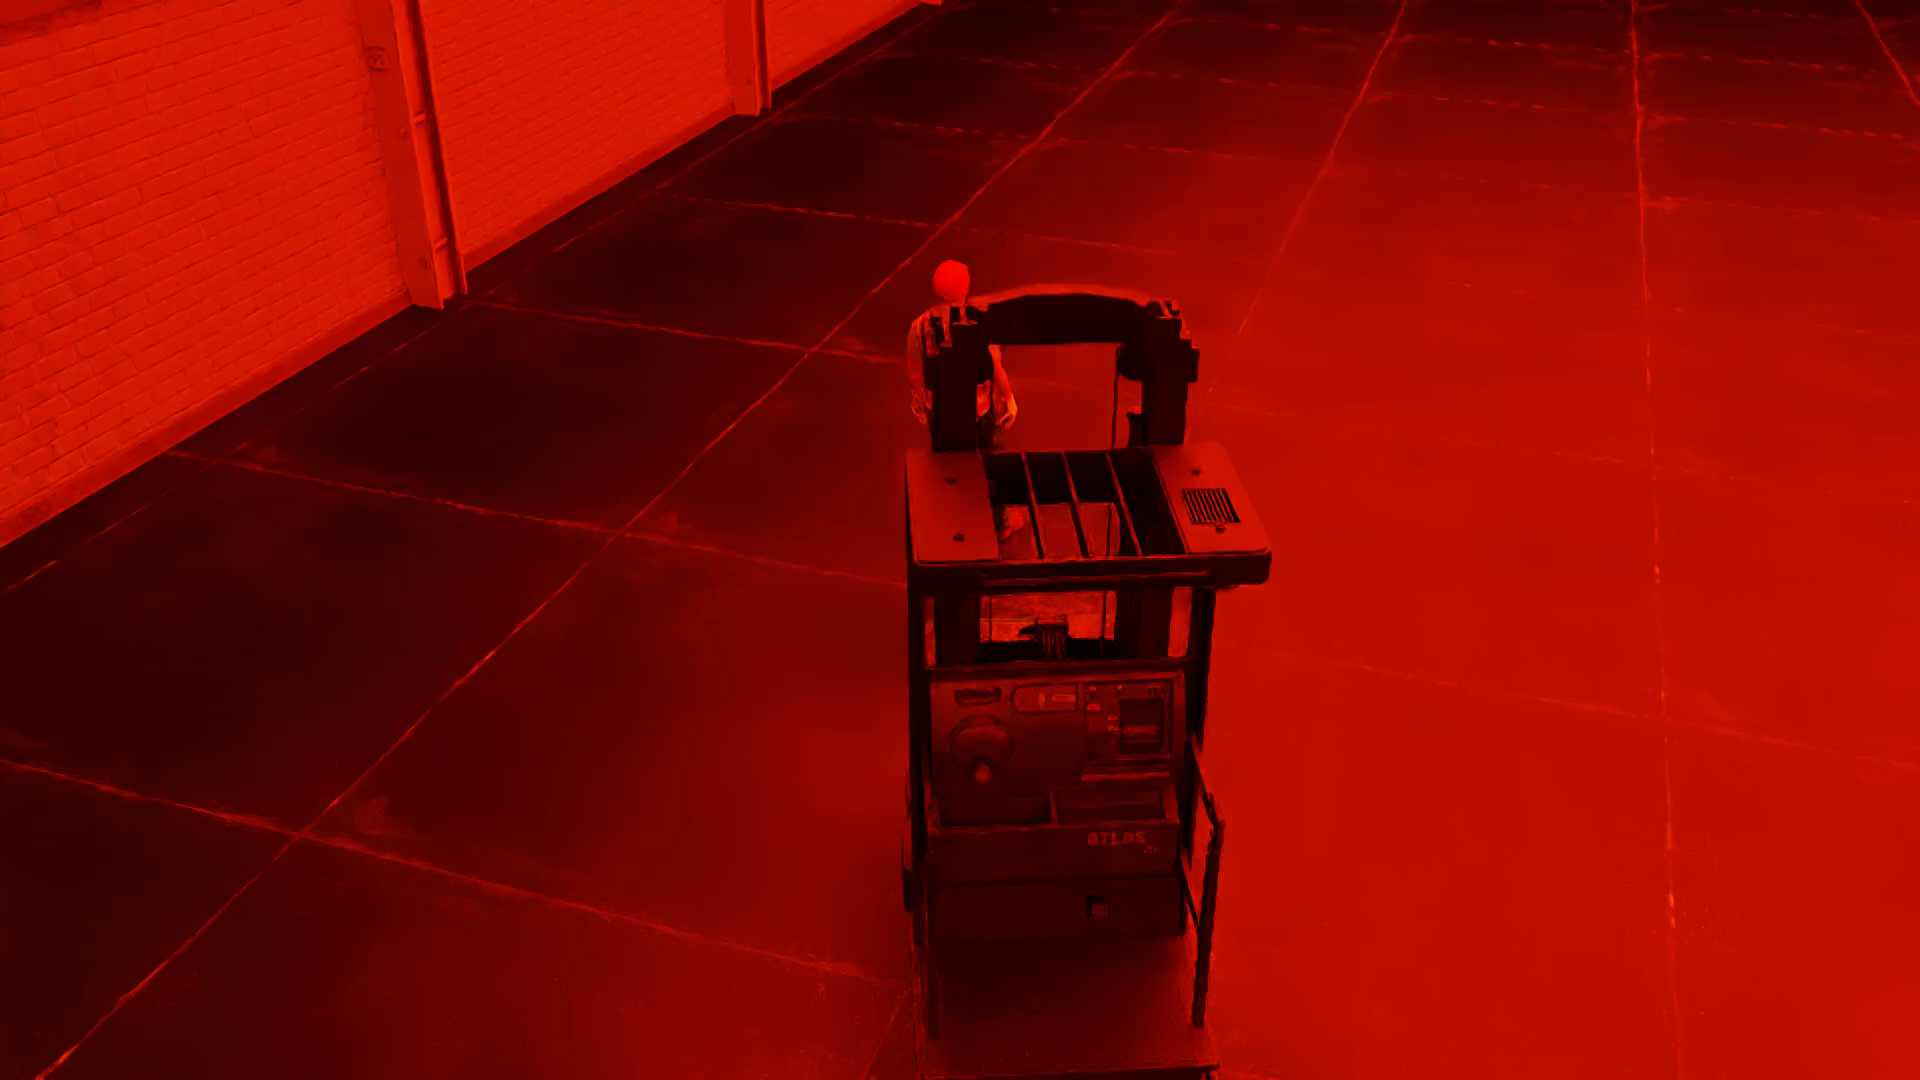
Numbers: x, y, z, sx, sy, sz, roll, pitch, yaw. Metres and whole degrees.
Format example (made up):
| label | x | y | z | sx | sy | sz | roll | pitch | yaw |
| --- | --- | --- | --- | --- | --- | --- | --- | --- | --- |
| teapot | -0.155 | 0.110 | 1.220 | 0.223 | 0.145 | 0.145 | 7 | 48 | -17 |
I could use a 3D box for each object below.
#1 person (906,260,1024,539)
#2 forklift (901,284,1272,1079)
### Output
| label | x | y | z | sx | sy | sz | roll | pitch | yaw |
| --- | --- | --- | --- | --- | --- | --- | --- | --- | --- |
| person | 0.036 | -0.819 | 9.712 | 0.637 | 1.787 | 0.563 | 10 | 31 | 16 |
| forklift | 0.374 | 0.723 | 5.869 | 1.130 | 2.935 | 3.031 | -2 | 30 | -3 |
